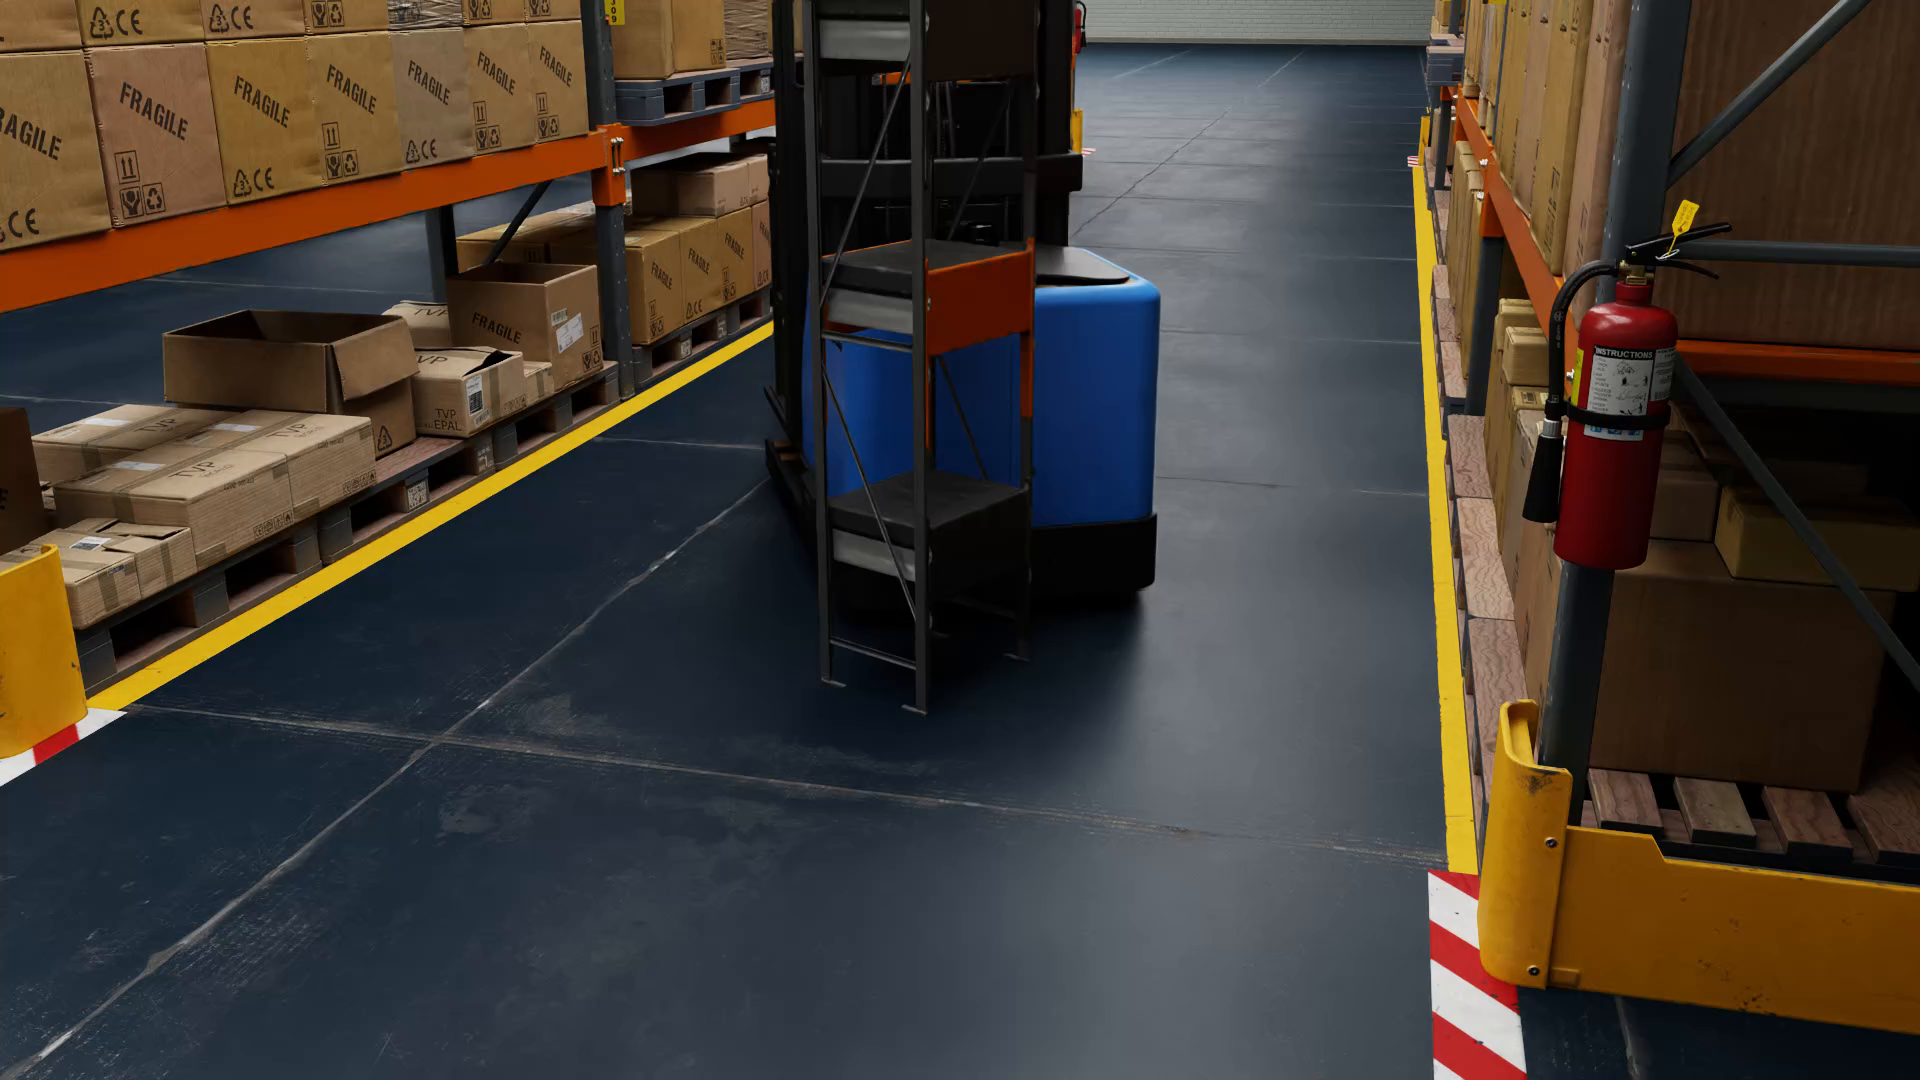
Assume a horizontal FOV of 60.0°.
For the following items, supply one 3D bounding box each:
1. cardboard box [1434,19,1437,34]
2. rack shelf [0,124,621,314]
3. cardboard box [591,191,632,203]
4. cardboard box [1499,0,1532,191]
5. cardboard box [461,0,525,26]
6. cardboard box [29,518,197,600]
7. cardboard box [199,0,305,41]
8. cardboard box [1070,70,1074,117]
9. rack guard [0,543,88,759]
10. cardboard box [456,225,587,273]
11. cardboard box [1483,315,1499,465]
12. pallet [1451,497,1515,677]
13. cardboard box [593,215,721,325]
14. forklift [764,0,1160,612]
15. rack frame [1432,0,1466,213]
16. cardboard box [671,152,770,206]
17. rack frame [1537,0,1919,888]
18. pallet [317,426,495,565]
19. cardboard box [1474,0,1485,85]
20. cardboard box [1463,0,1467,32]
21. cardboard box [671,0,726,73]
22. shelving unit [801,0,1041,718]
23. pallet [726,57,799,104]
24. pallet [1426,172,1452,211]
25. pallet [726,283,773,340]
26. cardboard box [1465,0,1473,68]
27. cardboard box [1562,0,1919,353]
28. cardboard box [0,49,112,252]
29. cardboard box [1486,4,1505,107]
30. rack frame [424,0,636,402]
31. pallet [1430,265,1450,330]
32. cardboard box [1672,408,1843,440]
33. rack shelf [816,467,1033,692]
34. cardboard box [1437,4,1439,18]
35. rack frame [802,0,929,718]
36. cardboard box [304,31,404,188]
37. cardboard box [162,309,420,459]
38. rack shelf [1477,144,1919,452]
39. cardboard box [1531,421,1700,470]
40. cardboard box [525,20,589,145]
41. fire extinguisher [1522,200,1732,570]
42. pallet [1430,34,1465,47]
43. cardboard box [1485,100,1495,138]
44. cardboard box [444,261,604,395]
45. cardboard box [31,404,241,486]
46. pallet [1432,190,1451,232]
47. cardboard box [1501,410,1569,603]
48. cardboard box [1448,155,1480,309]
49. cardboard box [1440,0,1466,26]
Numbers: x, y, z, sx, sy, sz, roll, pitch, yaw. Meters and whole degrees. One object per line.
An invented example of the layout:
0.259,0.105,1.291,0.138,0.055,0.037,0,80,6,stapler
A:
4.949,-5.014,16.427,0.500,0.250,0.500,4,19,13,cardboard box
-2.605,-1.188,6.137,1.077,0.370,4.000,5,19,13,rack shelf
-1.900,-1.829,10.087,0.500,0.500,0.500,4,19,12,cardboard box
2.356,-1.510,5.503,0.980,0.700,0.700,4,19,12,cardboard box
-2.112,-2.336,6.684,0.500,0.500,0.500,4,19,12,cardboard box
-2.597,0.049,5.107,0.380,0.166,0.250,5,19,13,cardboard box
-2.482,-1.861,5.293,0.500,0.500,0.500,5,19,14,cardboard box
0.973,-4.977,18.562,0.500,0.500,0.500,5,19,13,cardboard box
-3.075,0.258,4.659,1.175,0.500,0.348,5,19,13,rack guard
-2.274,-1.358,8.708,0.500,0.500,0.500,5,19,13,cardboard box
2.406,-0.554,6.388,0.700,0.500,0.500,5,19,14,cardboard box
2.130,0.170,5.362,1.003,0.211,1.213,5,19,13,pallet
-1.643,-1.481,9.069,0.500,0.500,0.500,5,19,14,cardboard box
-0.191,-1.598,6.333,1.130,2.935,3.031,-4,19,-13,forklift
4.642,-4.272,14.055,1.000,3.000,0.127,5,19,13,rack frame
-1.396,-2.138,9.833,0.500,0.250,0.500,4,19,12,cardboard box
1.711,-0.511,3.044,1.000,3.000,0.127,5,19,13,rack frame
-2.581,-0.236,6.554,1.003,0.211,1.213,5,19,13,pallet
2.919,-2.601,8.517,0.500,0.500,0.500,5,20,15,cardboard box
4.485,-4.371,13.509,0.700,0.500,0.500,5,19,14,cardboard box
-1.677,-2.752,8.801,0.700,0.500,0.500,8,20,22,cardboard box
-0.099,-0.593,4.676,0.431,2.100,0.503,14,23,36,shelving unit
-1.610,-2.708,9.772,1.003,0.211,1.213,5,19,13,pallet
4.772,-3.166,15.130,1.003,0.211,1.213,5,19,13,pallet
-1.658,-1.477,10.185,1.003,0.211,1.213,5,19,13,pallet
3.298,-3.084,9.931,0.500,0.500,0.500,5,20,15,cardboard box
1.825,-0.814,3.465,0.980,0.700,0.700,6,20,16,cardboard box
-2.730,-1.067,4.516,0.500,0.500,0.500,5,20,15,cardboard box
2.556,-2.127,7.129,0.500,0.500,0.500,4,19,13,cardboard box
-2.117,-2.155,7.856,1.000,3.000,0.127,5,19,13,rack frame
3.399,-1.458,10.129,1.003,0.211,1.213,5,19,13,pallet
2.133,-0.244,4.474,0.380,0.149,0.250,5,19,14,cardboard box
-0.099,0.082,4.907,0.431,0.518,0.480,14,23,36,rack shelf
4.834,-5.215,15.857,0.500,0.500,0.500,5,20,15,cardboard box
-0.250,-0.531,4.495,0.400,2.100,0.015,14,23,36,rack frame
-2.360,-1.543,5.908,0.500,0.500,0.500,5,19,14,cardboard box
-2.571,-0.593,6.463,0.797,0.503,0.637,5,19,13,cardboard box
2.199,-0.798,4.995,1.077,0.370,4.000,5,19,13,rack shelf
1.701,-0.196,4.335,0.380,0.149,0.250,5,20,15,cardboard box
-1.990,-2.025,7.322,0.500,0.500,0.500,5,19,14,cardboard box
1.226,-0.287,3.085,0.296,0.674,0.183,5,19,13,fire extinguisher
4.315,-3.954,13.419,1.003,0.211,1.213,5,19,13,pallet
2.535,-1.865,7.364,0.380,0.149,0.250,5,19,14,cardboard box
-1.981,-0.979,7.601,0.500,0.500,0.500,5,19,13,cardboard box
-2.939,-0.294,5.980,0.500,0.250,0.500,5,19,13,cardboard box
4.454,-2.709,13.791,1.003,0.211,1.213,5,19,13,pallet
2.029,-0.069,4.966,0.700,0.500,0.500,4,19,12,cardboard box
3.138,-1.706,9.217,0.750,0.750,0.750,5,19,13,cardboard box
4.458,-4.738,14.460,0.500,0.500,0.500,5,19,13,cardboard box
